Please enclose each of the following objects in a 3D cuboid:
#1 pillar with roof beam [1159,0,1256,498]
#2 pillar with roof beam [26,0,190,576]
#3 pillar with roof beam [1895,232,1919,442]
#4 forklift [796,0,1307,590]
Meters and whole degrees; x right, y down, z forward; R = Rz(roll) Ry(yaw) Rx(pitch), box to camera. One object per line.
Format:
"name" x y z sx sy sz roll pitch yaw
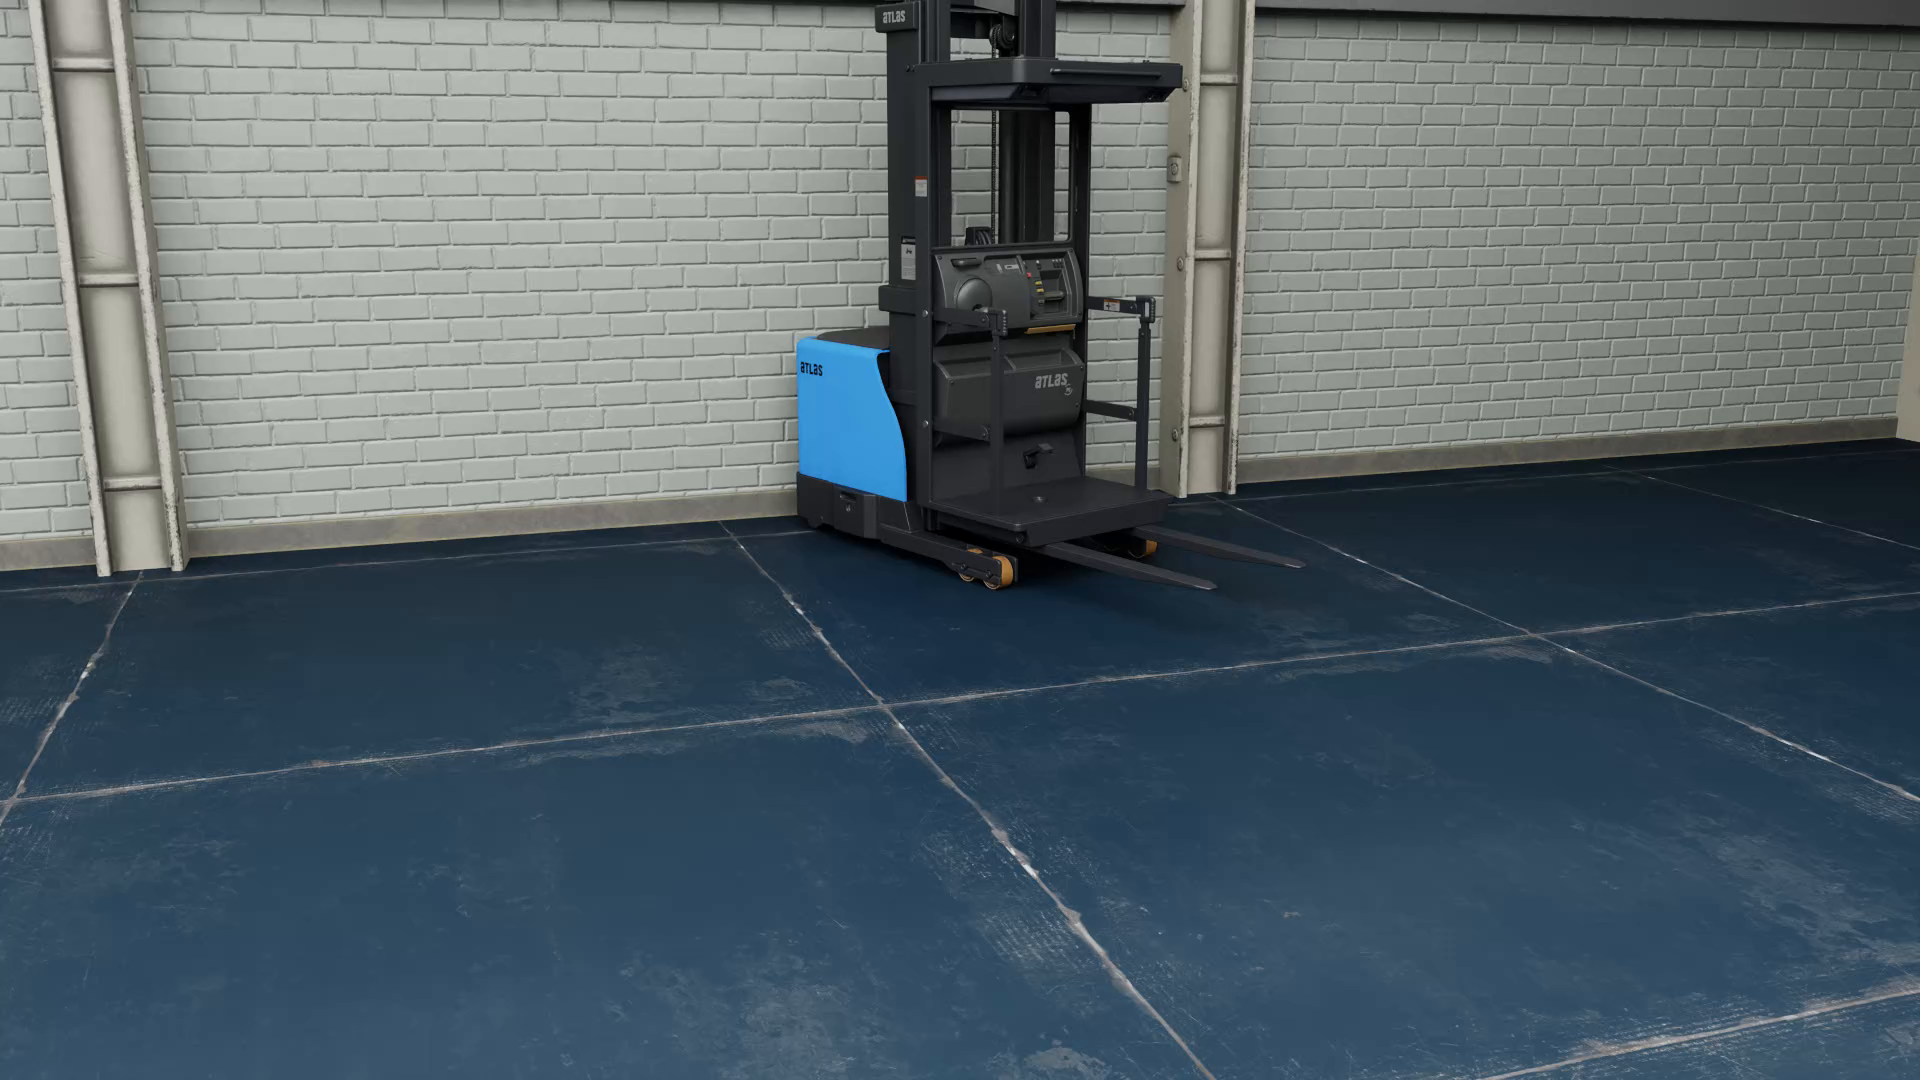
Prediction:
"pillar with roof beam" 2.859 -3.741 5.424 0.400 9.000 9.100 -4 14 -18
"pillar with roof beam" -2.828 -3.298 3.562 0.400 9.000 9.100 -4 14 -18
"pillar with roof beam" 8.545 -4.184 7.286 0.400 9.000 9.100 -4 14 -18
"forklift" 0.393 -1.314 8.333 1.130 2.935 3.031 -11 17 -38
